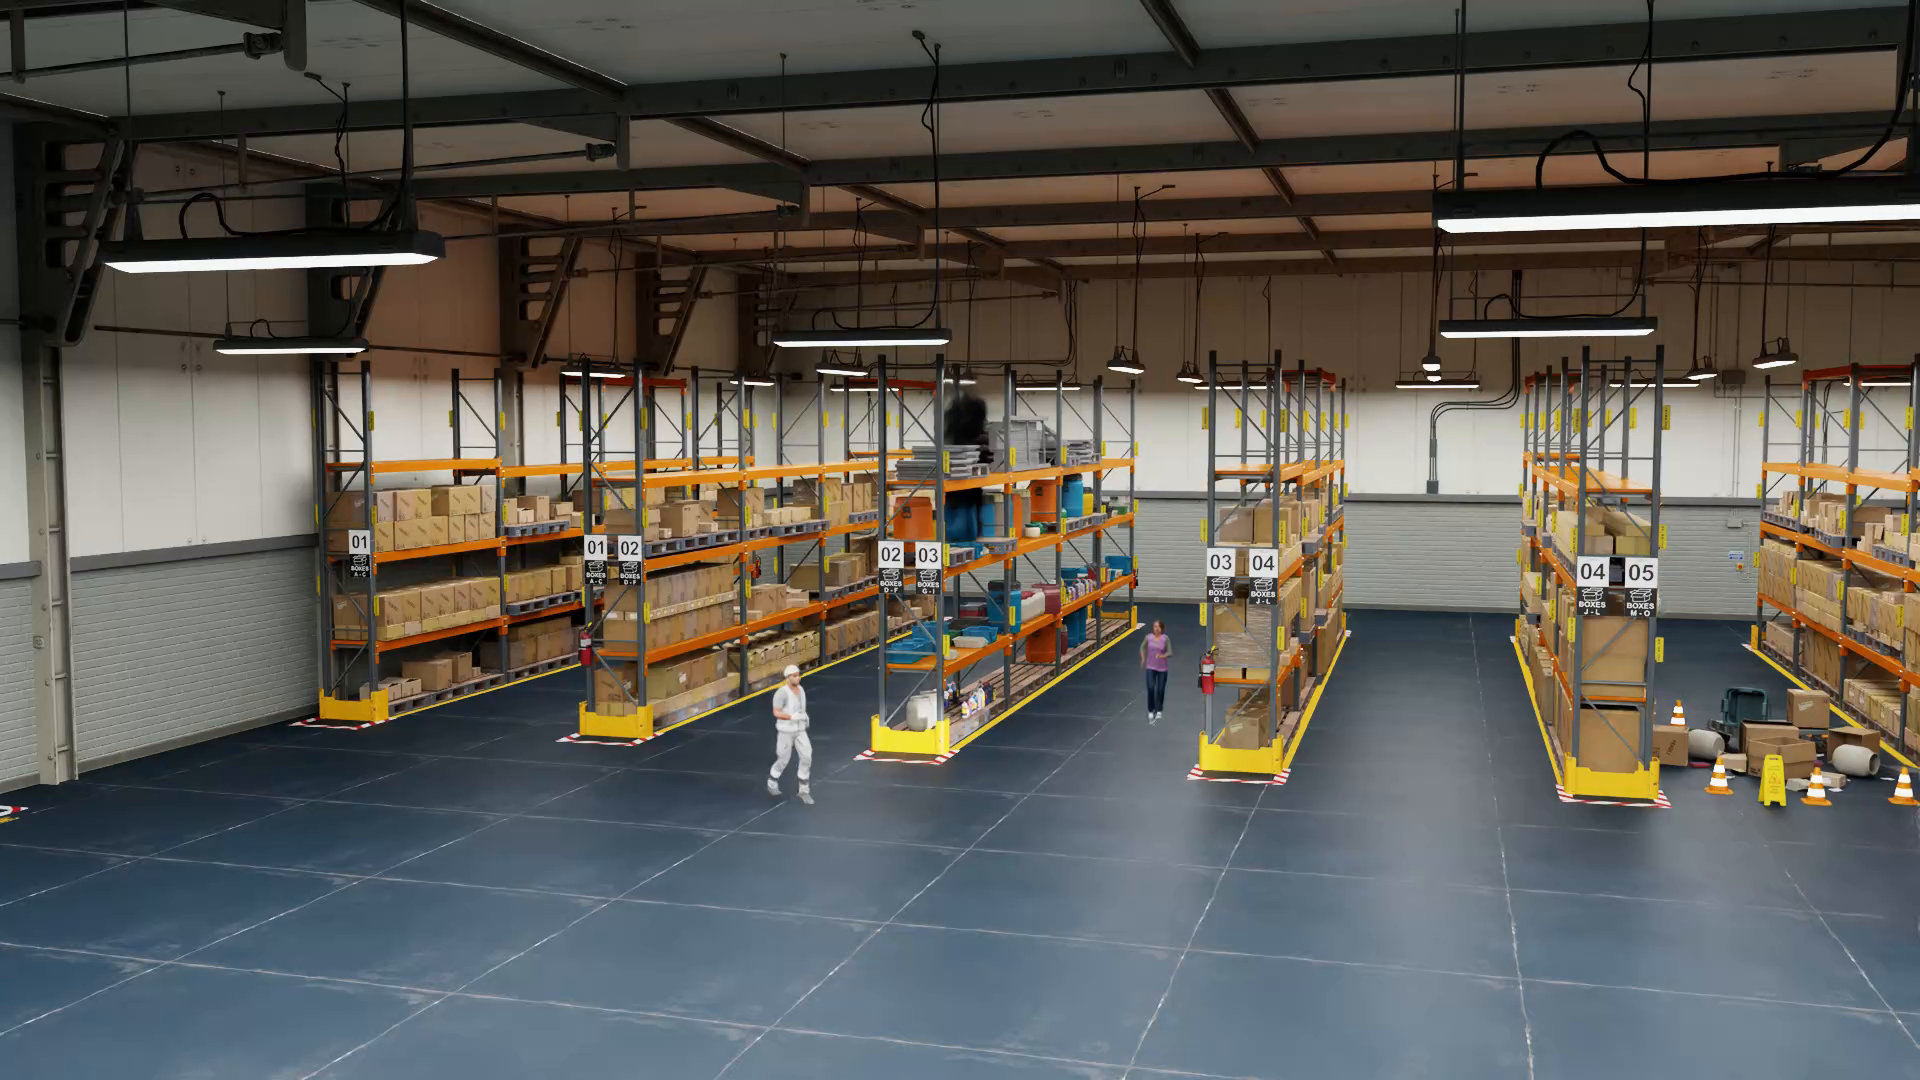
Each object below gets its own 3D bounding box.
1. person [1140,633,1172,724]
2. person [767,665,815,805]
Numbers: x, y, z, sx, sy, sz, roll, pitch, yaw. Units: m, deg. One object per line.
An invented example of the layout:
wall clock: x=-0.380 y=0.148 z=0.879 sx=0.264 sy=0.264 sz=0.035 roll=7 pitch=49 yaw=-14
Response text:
person: x=3.074 y=2.169 z=26.100 sx=0.506 sy=1.408 sz=0.554 roll=1 pitch=4 yaw=8
person: x=-2.215 y=2.558 z=21.851 sx=0.781 sy=1.863 sz=0.686 roll=4 pitch=5 yaw=42
